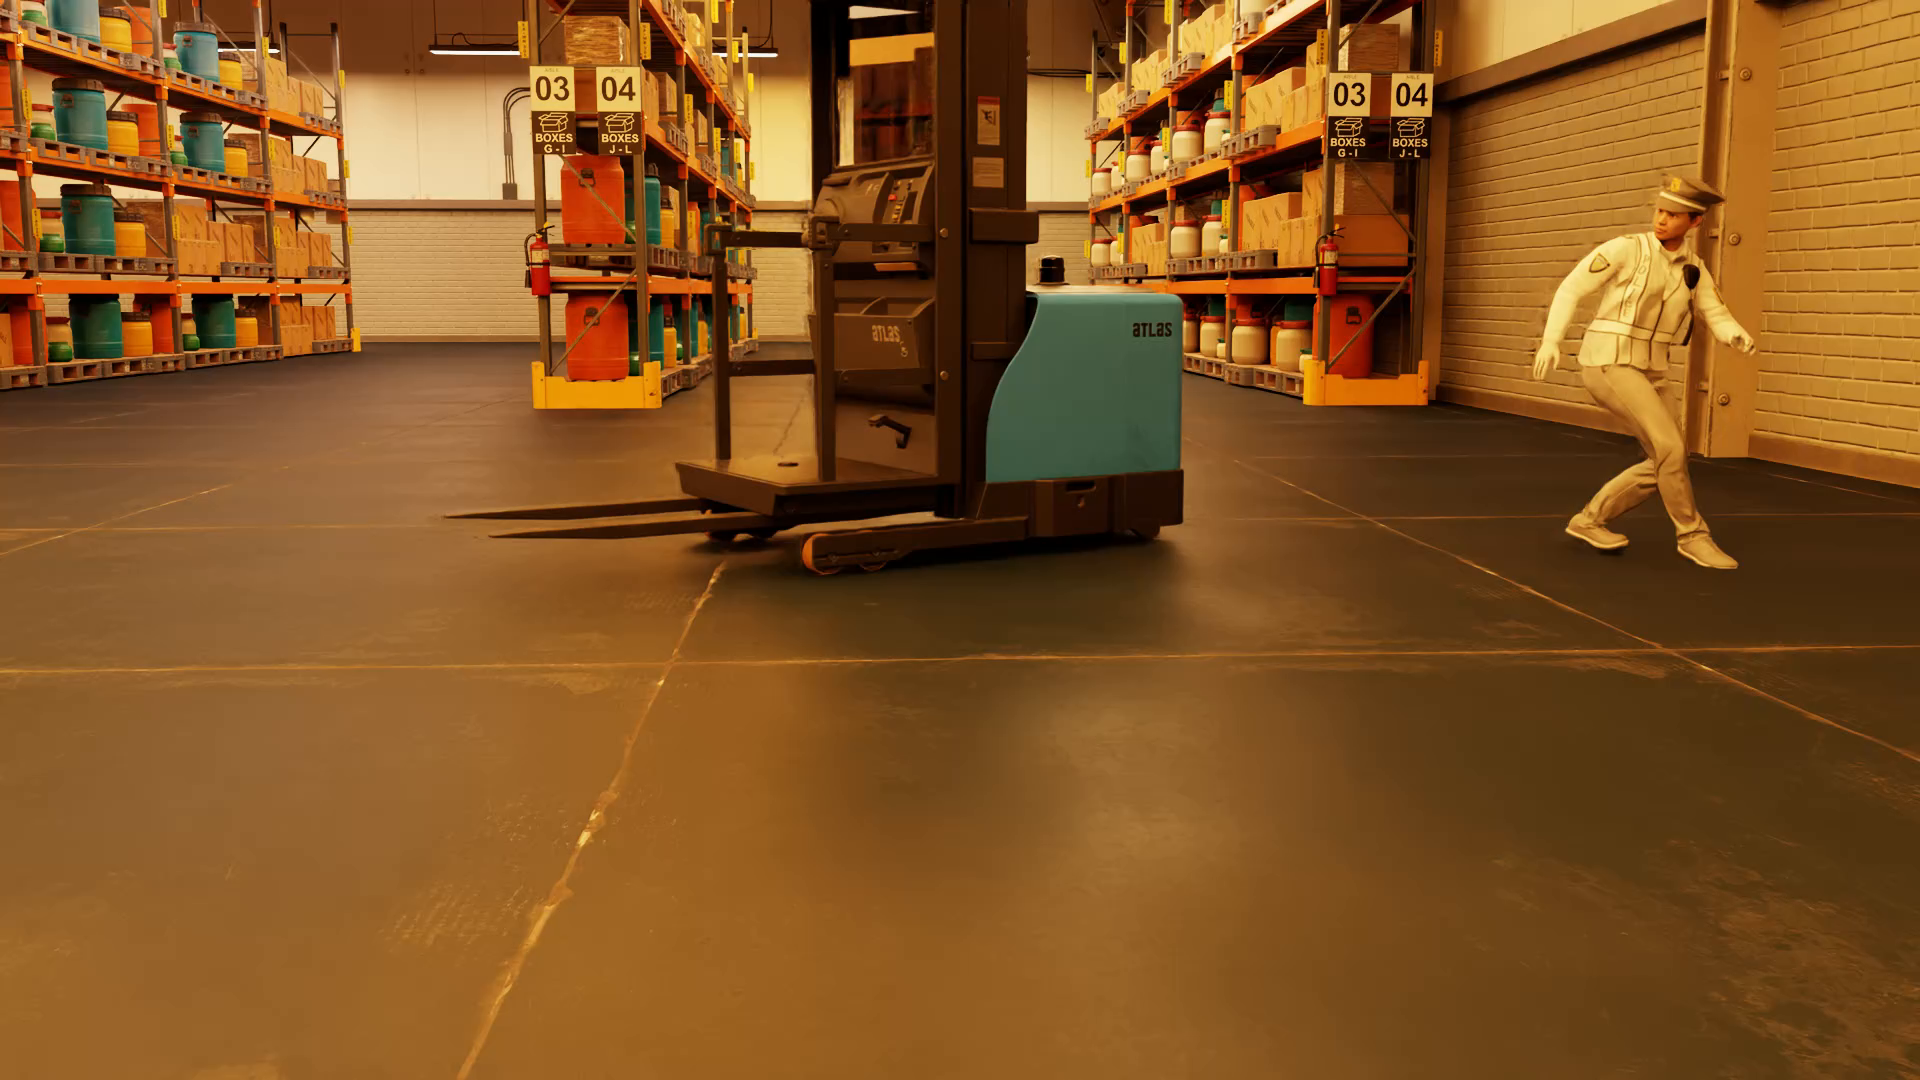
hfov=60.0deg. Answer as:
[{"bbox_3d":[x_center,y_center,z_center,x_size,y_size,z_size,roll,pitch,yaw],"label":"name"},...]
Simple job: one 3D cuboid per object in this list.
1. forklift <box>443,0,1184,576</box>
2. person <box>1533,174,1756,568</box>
[{"bbox_3d":[-0.542,-1.401,6.767,3.031,2.935,1.130,-5,10,-31],"label":"forklift"},{"bbox_3d":[2.752,-0.667,6.639,0.742,1.563,0.777,-5,10,-28],"label":"person"}]
